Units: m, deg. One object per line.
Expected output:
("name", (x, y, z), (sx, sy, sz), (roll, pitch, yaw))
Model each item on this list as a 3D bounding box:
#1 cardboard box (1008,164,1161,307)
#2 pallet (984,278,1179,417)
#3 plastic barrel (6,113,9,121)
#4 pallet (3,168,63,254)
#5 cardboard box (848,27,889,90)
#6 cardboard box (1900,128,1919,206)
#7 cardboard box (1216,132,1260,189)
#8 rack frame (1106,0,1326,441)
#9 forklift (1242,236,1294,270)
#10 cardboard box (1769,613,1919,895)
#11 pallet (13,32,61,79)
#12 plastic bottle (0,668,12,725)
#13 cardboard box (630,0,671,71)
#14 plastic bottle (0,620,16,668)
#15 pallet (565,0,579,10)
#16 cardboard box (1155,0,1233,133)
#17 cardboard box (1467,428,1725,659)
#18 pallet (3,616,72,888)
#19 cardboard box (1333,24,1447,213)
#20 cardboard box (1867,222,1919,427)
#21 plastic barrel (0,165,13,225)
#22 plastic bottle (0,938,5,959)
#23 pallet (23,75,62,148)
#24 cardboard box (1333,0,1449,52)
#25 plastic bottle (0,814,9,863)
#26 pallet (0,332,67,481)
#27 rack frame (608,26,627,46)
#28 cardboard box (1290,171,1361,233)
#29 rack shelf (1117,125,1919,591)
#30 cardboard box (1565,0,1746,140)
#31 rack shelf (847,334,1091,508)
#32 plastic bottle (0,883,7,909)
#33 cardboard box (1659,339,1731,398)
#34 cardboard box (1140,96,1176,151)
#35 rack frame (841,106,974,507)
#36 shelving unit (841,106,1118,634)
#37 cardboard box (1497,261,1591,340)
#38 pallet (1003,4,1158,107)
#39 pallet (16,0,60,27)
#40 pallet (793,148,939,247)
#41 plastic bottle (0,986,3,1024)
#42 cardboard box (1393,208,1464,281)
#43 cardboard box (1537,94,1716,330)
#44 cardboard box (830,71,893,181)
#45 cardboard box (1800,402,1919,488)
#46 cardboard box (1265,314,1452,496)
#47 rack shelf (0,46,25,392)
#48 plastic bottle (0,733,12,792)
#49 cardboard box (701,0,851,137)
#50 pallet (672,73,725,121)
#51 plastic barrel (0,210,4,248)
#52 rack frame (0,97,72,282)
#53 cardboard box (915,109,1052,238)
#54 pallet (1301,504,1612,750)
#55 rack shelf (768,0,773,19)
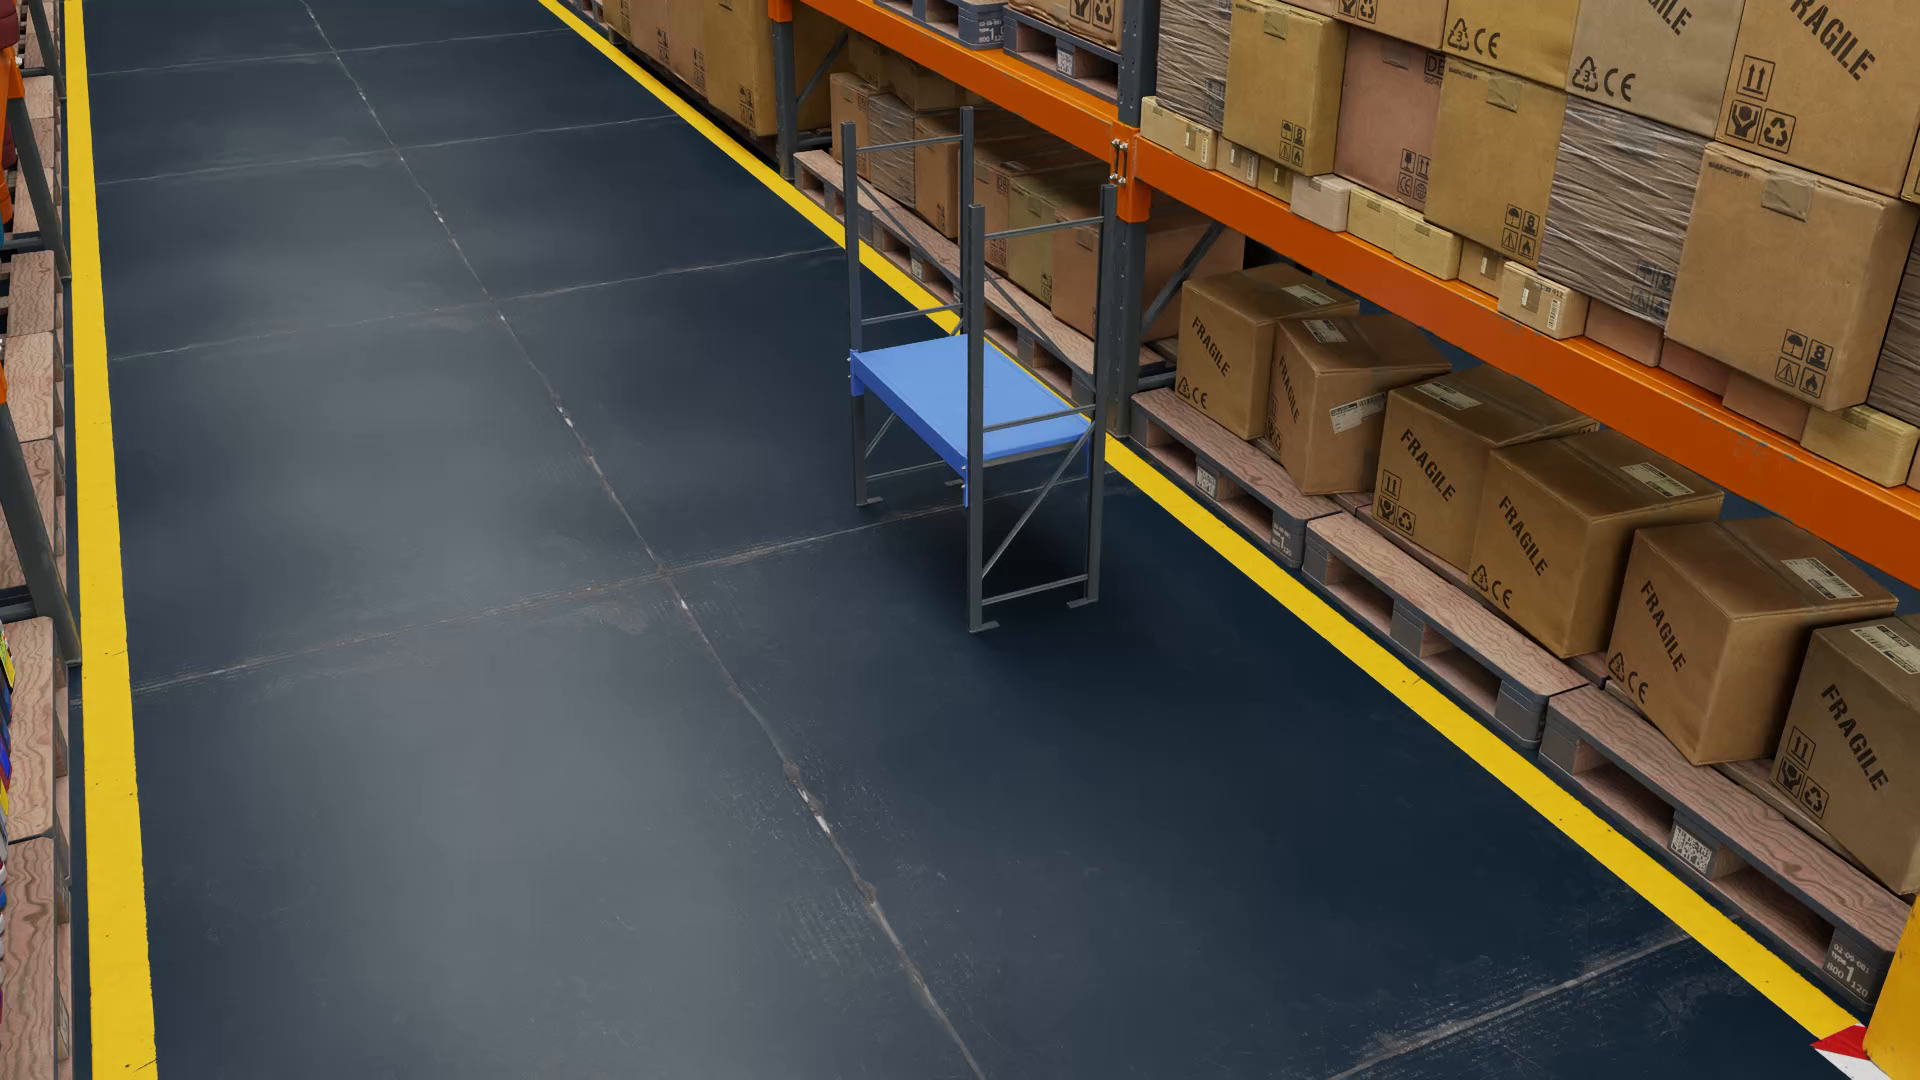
("cardboard box", (0.655, -1.449, 7.874), (0.700, 0.500, 0.500), (-13, 32, -22))
("pallet", (0.751, -0.985, 7.790), (1.003, 0.211, 1.213), (-13, 32, -22))
("plastic barrel", (-6.299, -3.062, 10.361), (0.600, 0.901, 0.708), (-13, 32, -22))
("pallet", (-5.480, -1.707, 9.079), (1.003, 0.211, 1.213), (-13, 32, -22))
("cardboard box", (-0.316, -2.763, 9.450), (0.500, 0.250, 0.500), (-12, 31, -20))
("cardboard box", (2.345, -0.891, 3.343), (0.500, 0.500, 0.500), (-13, 32, -22))
("cardboard box", (1.135, -1.372, 5.886), (0.380, 0.149, 0.250), (-13, 32, -22))
("rack frame", (1.087, -1.857, 6.495), (1.000, 3.000, 0.127), (-13, 32, -22))
("forklift", (1.345, -3.257, 9.062), (1.130, 2.935, 3.031), (-14, 32, -23))
("cardboard box", (2.551, 0.537, 4.351), (0.500, 0.500, 0.500), (-7, 30, -13))
("pallet", (-7.172, -3.452, 12.190), (1.003, 0.211, 1.213), (-13, 32, -22))
("plastic bottle", (-2.850, 0.370, 4.782), (0.144, 0.351, 0.185), (-14, 32, -23))
("cardboard box", (-1.671, -3.975, 12.014), (1.225, 0.875, 0.875), (-14, 32, -24))
("plastic bottle", (-2.950, 0.306, 5.048), (0.097, 0.201, 0.097), (0, 29, 0))
("pallet", (-3.131, -5.067, 15.070), (1.003, 0.211, 1.213), (-13, 32, -22))
("cardboard box", (1.224, -1.819, 6.020), (0.875, 0.500, 0.500), (-13, 32, -22))
("cardboard box", (2.012, 0.000, 5.309), (0.500, 0.500, 0.500), (-10, 31, -17))
("pallet", (-3.136, 0.704, 4.778), (1.003, 0.211, 1.213), (-13, 32, -22))
("cardboard box", (1.712, -1.391, 5.257), (0.875, 0.500, 0.500), (-13, 32, -22))
("cardboard box", (2.592, -0.512, 3.691), (0.875, 0.500, 0.500), (-13, 32, -22))
("plastic barrel", (-5.329, -2.033, 8.599), (0.600, 0.830, 0.708), (-13, 32, -22))
("plastic bottle", (-2.356, 0.886, 3.943), (0.097, 0.271, 0.097), (0, 29, 0))
("pallet", (-6.528, -2.785, 11.001), (1.003, 0.211, 1.213), (-13, 32, -22))
("cardboard box", (1.480, -1.773, 4.916), (0.500, 0.500, 0.500), (-13, 32, -22))
("plastic bottle", (-2.563, 0.703, 4.265), (0.152, 0.276, 0.135), (-12, 32, -21))
("pallet", (-4.287, -0.479, 6.889), (1.003, 0.211, 1.213), (-13, 32, -22))
("rack frame", (-2.348, -5.391, 12.797), (1.000, 3.000, 0.127), (-13, 32, -22))
("cardboard box", (1.321, -1.144, 5.481), (0.380, 0.149, 0.250), (-13, 32, -22))
("rack shelf", (1.945, -0.660, 5.096), (1.077, 0.370, 4.000), (-13, 32, -22))
("cardboard box", (1.912, -1.332, 4.130), (0.500, 0.500, 0.500), (-13, 32, -22))
("rack shelf", (0.037, -0.460, 5.904), (0.538, 0.185, 1.000), (-13, 32, -22))
("plastic bottle", (-2.443, 0.796, 4.103), (0.097, 0.271, 0.097), (0, 29, 0))
("cardboard box", (2.071, -0.506, 4.343), (0.380, 0.149, 0.250), (-13, 32, -22))
("cardboard box", (0.907, -1.590, 6.275), (0.380, 0.149, 0.250), (-13, 32, -22))
("rack frame", (-0.182, -0.841, 6.216), (0.500, 1.500, 0.032), (-13, 32, -22))
("shelving unit", (0.037, -0.616, 5.816), (0.538, 1.500, 1.048), (-13, 32, -22))
("cardboard box", (1.756, -0.704, 4.695), (0.380, 0.149, 0.250), (-13, 32, -22))
("pallet", (0.890, -2.142, 7.199), (1.003, 0.211, 1.213), (-13, 32, -22))
("pallet", (-8.219, -4.529, 14.112), (1.003, 0.211, 1.213), (-13, 32, -22))
("pallet", (-0.296, -2.062, 9.712), (1.003, 0.211, 1.213), (-13, 32, -22))
("plastic bottle", (-2.247, 0.972, 3.776), (0.061, 0.283, 0.133), (-13, 32, -21))
("cardboard box", (1.563, -0.930, 5.098), (0.380, 0.149, 0.250), (-13, 32, -22))
("cardboard box", (2.094, -0.938, 4.450), (0.875, 0.500, 0.500), (-13, 32, -22))
("cardboard box", (-0.325, -2.434, 9.630), (0.700, 0.500, 0.500), (-15, 33, -25))
("cardboard box", (2.234, -0.273, 3.928), (0.380, 0.149, 0.250), (-13, 32, -22))
("cardboard box", (1.475, -0.514, 6.226), (0.500, 0.500, 0.500), (-3, 29, -6))
("rack shelf", (-4.245, -1.387, 6.392), (1.077, 0.370, 4.000), (-13, 32, -22))
("plastic bottle", (-2.660, 0.548, 4.534), (0.061, 0.283, 0.133), (-11, 31, -19))
("cardboard box", (-0.908, -3.190, 10.615), (1.225, 0.875, 0.875), (-15, 32, -24))
("pallet", (-1.421, -3.310, 11.937), (1.003, 0.211, 1.213), (-13, 32, -22))
("plastic barrel", (-3.279, -1.270, 4.936), (0.600, 0.901, 0.708), (-13, 32, -22))
("rack frame", (-5.104, -2.584, 7.792), (1.000, 3.000, 0.127), (-13, 32, -22))
("cardboard box", (0.174, -1.943, 8.754), (0.700, 0.500, 0.500), (-10, 31, -18))
("pallet", (1.935, 0.188, 5.699), (1.003, 0.211, 1.213), (-13, 32, -22))
("rack shelf", (-1.489, -4.194, 11.398), (1.077, 0.370, 4.000), (-13, 32, -22))
